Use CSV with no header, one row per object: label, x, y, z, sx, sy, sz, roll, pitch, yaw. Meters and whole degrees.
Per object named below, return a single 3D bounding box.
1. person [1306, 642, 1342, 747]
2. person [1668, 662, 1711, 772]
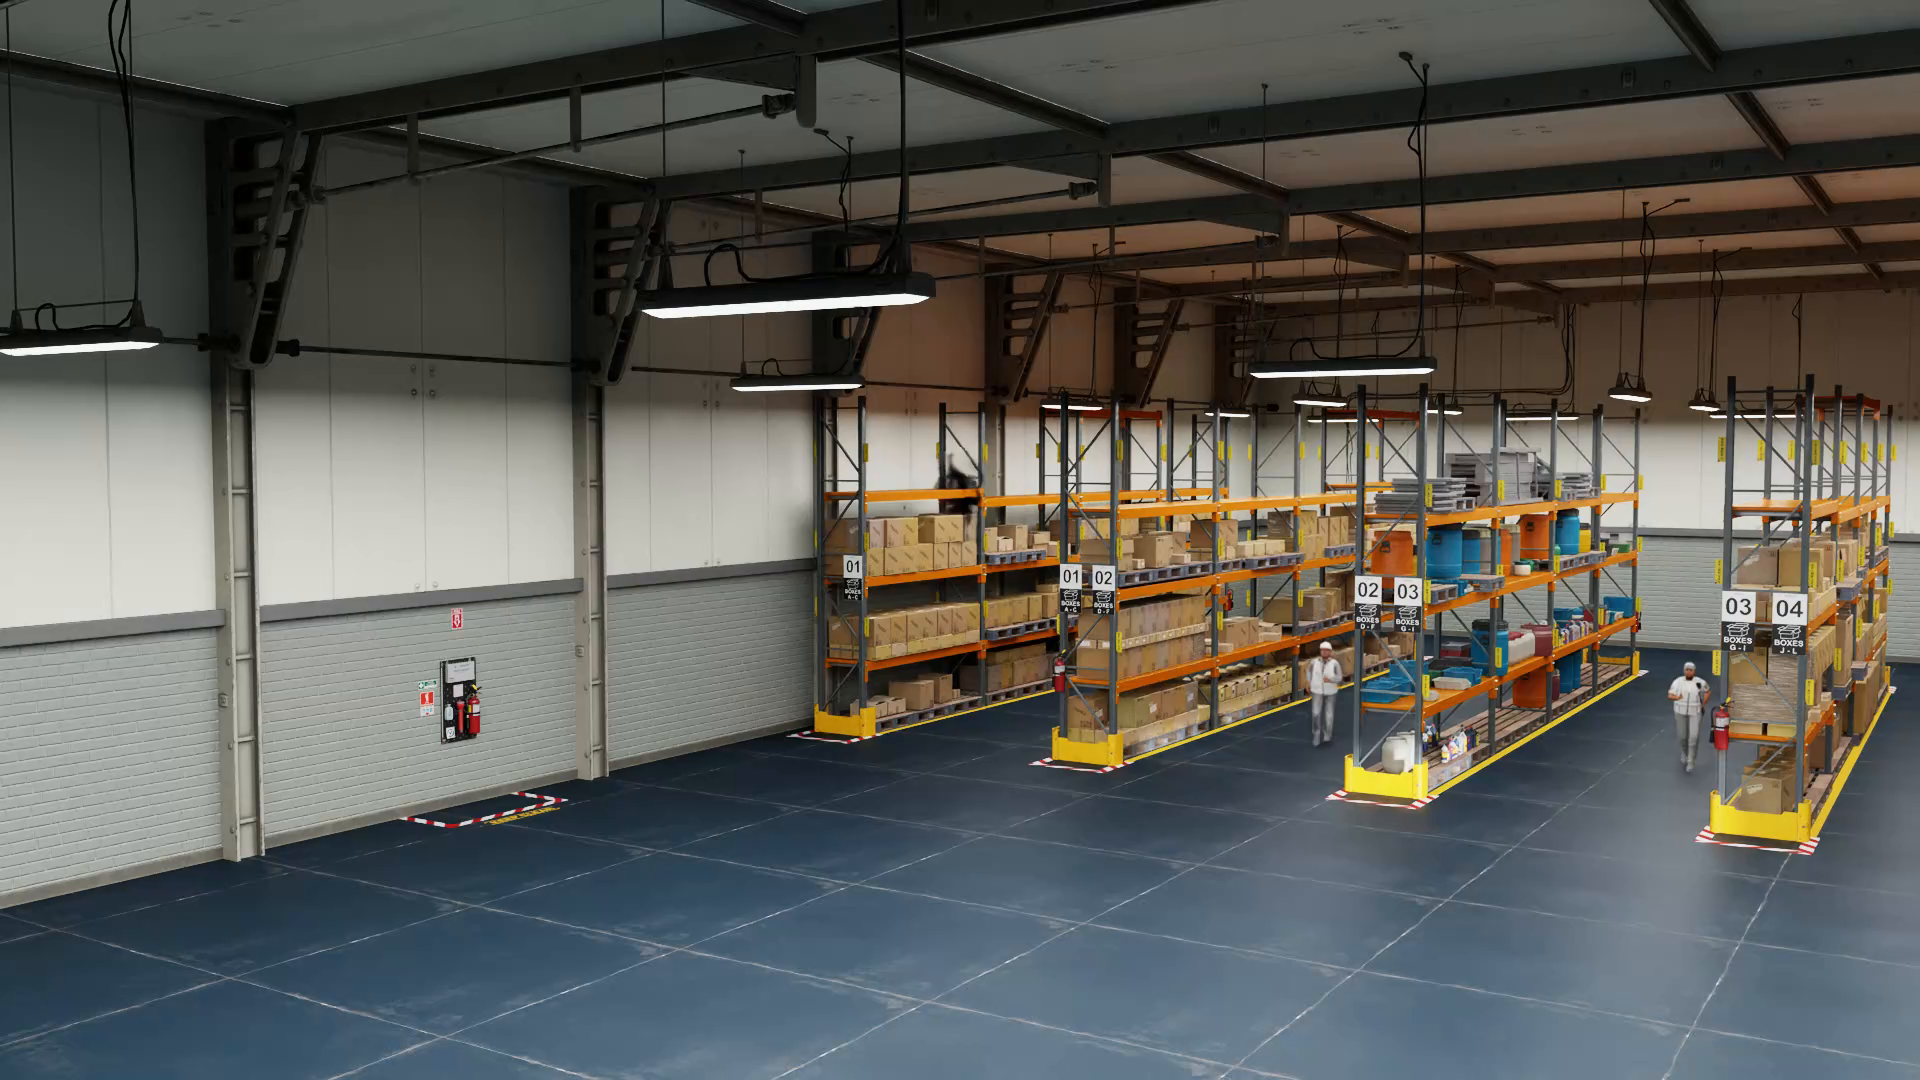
person,6.202,2.630,28.372,0.625,1.792,0.716,1,3,15
person,11.505,2.763,26.267,0.602,1.654,0.913,2,3,28
